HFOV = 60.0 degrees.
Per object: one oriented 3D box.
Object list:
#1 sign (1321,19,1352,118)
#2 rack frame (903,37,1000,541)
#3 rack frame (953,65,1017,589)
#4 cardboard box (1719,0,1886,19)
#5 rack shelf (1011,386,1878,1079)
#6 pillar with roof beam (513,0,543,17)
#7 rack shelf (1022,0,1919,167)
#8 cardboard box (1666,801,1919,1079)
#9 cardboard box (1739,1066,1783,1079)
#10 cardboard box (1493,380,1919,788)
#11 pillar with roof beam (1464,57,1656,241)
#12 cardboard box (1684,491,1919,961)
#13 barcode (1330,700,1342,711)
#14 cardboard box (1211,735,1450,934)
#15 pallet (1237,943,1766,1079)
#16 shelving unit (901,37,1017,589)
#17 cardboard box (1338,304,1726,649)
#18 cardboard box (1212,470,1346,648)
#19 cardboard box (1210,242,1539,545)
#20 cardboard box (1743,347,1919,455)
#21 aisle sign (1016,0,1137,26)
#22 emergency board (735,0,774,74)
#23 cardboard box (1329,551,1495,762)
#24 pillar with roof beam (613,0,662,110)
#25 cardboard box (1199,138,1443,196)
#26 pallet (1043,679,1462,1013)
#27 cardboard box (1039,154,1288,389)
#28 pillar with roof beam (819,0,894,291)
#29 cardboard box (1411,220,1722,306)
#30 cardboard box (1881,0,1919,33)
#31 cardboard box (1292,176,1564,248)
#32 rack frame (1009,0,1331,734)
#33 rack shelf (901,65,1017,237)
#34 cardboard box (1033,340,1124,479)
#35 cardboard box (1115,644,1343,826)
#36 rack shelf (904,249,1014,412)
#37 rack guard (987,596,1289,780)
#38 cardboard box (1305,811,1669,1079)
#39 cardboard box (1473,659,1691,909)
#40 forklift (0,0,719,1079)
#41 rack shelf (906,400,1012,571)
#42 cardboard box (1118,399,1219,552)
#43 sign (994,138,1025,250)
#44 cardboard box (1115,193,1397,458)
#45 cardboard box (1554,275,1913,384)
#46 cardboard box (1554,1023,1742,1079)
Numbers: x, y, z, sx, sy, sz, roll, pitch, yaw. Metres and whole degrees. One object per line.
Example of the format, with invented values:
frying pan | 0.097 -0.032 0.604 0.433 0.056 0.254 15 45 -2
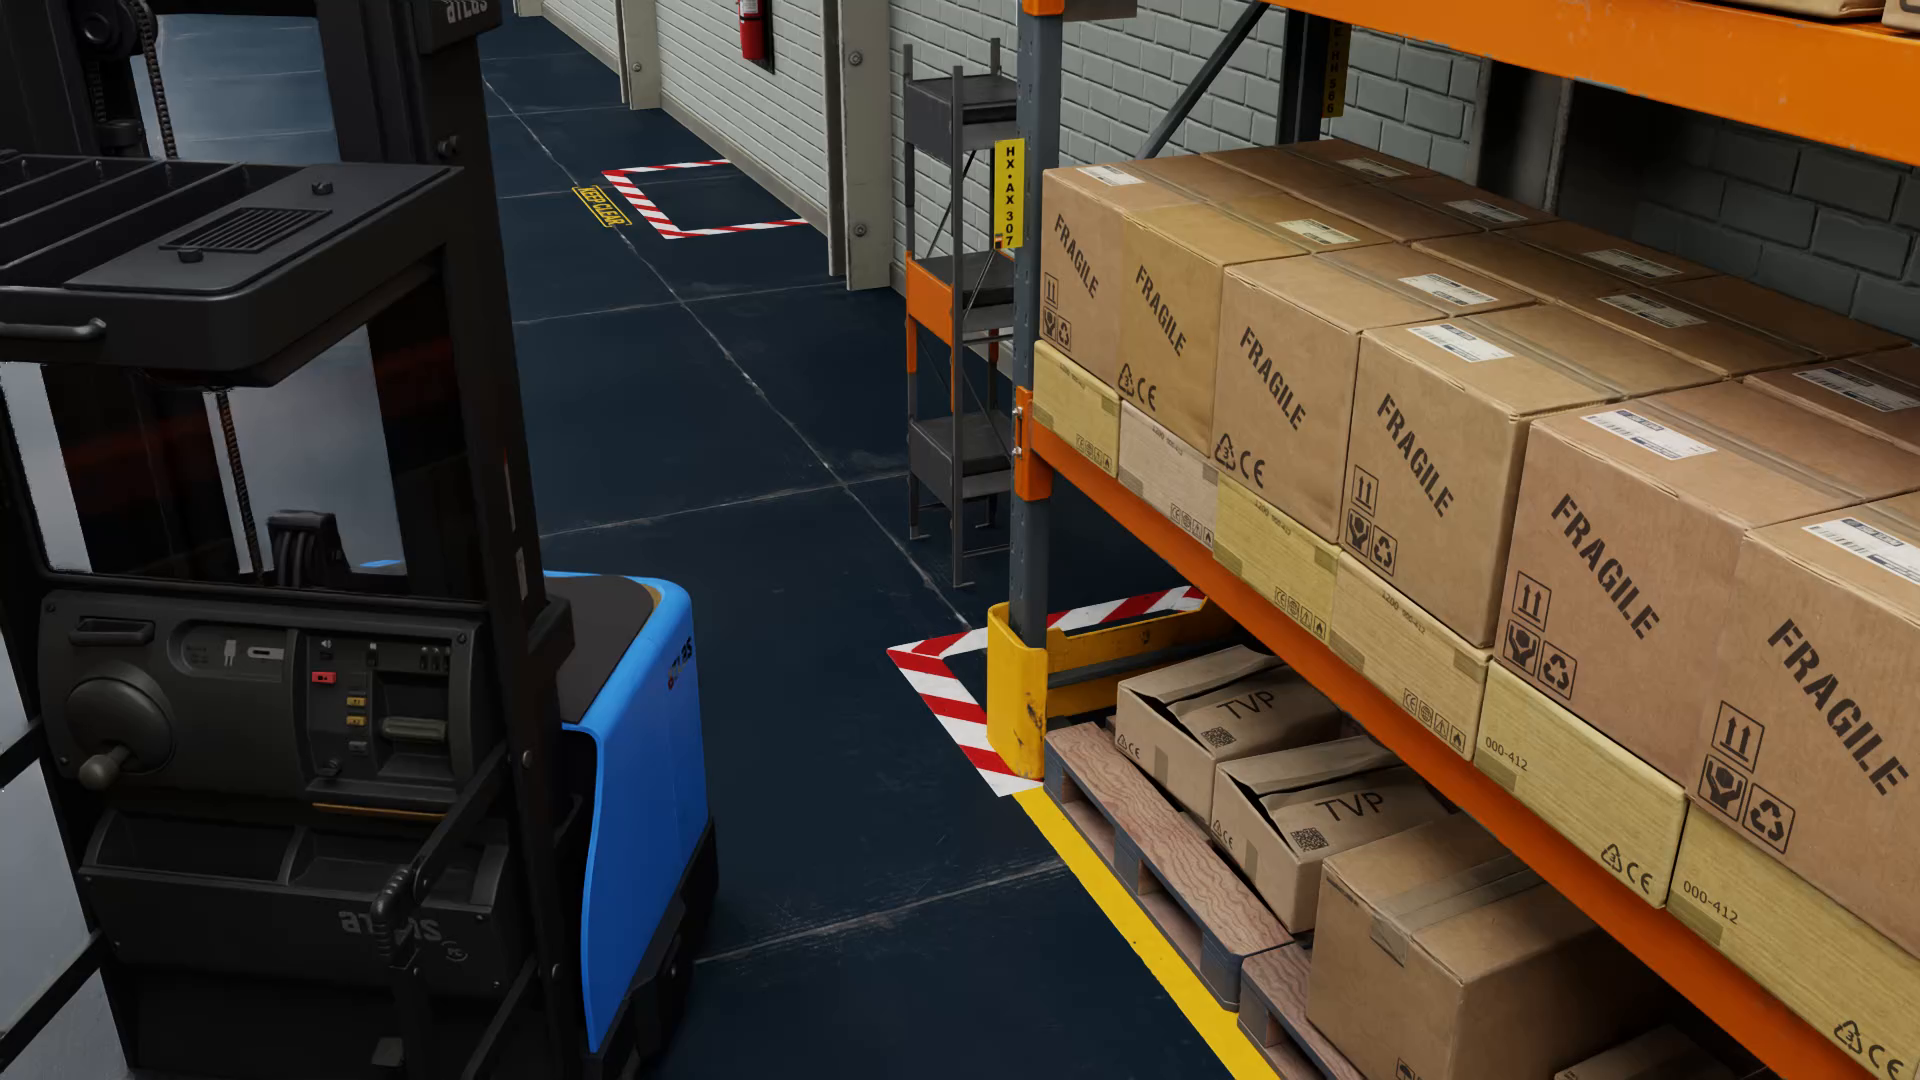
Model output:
sign | 1.167 -1.482 5.187 0.100 0.325 0.005 -11 28 -21
rack frame | -0.031 -0.975 6.854 0.400 2.100 0.015 -11 28 -21
rack frame | 0.160 -0.778 6.451 0.400 2.100 0.015 -11 28 -21
cardboard box | 1.352 -1.105 2.538 0.500 0.500 0.500 -12 28 -23
rack shelf | 1.432 0.398 3.836 1.077 0.370 4.000 -11 28 -21
pillar with roof beam | -9.291 -9.821 17.109 9.100 9.000 0.400 -11 28 -21
rack shelf | 1.432 -0.950 3.178 1.077 0.370 4.000 -11 28 -21
cardboard box | 1.563 0.599 2.753 0.500 0.250 0.500 -10 28 -20
cardboard box | 1.772 1.396 3.320 0.500 0.500 0.500 -13 29 -24
cardboard box | 1.358 0.060 3.001 0.500 0.500 0.500 -11 28 -22
pillar with roof beam | -2.242 -2.555 2.226 9.100 9.000 0.400 -11 28 -21
cardboard box | 1.545 0.265 2.581 0.500 0.500 0.500 -11 28 -21
barcode | 1.212 0.507 5.345 0.001 0.075 0.075 -11 28 -21
cardboard box | 1.060 0.803 4.750 0.500 0.311 0.500 -8 27 -16
pallet | 1.438 1.377 4.189 1.003 0.211 1.213 -11 28 -21
shelving unit | 0.065 -0.877 6.652 0.431 2.100 0.503 -11 28 -21
cardboard box | 1.153 -0.150 3.431 0.500 0.500 0.500 -10 28 -19
cardboard box | 0.958 -0.009 3.997 0.500 0.250 0.500 -11 28 -21
cardboard box | 0.940 -0.356 3.854 0.500 0.500 0.500 -12 28 -22
cardboard box | 1.834 -0.034 3.193 0.500 0.500 0.500 -10 28 -19
aisle sign | 0.345 -1.878 4.715 0.394 0.787 0.004 -11 28 -21
emergency board | -1.563 -4.025 12.075 0.194 1.169 0.643 -11 28 -21
cardboard box | 1.154 0.196 3.579 0.500 0.250 0.500 -10 28 -20
pillar with roof beam | -6.942 -7.399 12.148 9.100 9.000 0.400 -11 28 -21
cardboard box | 1.029 -0.857 4.881 0.500 0.500 0.500 -11 28 -21
pallet | 0.964 0.885 5.196 1.003 0.211 1.213 -11 28 -21
cardboard box | 0.559 -0.767 4.695 0.500 0.500 0.500 -11 28 -21
pillar with roof beam | -4.592 -4.977 7.187 9.100 9.000 0.400 -11 28 -21
cardboard box | 1.424 -0.445 4.035 0.500 0.500 0.500 -11 28 -22
cardboard box | 1.604 -0.887 2.093 0.500 0.500 0.500 -13 29 -25
cardboard box | 1.217 -0.653 4.461 0.500 0.500 0.500 -10 28 -20
rack frame | 0.649 -0.733 5.332 1.000 3.000 0.127 -11 28 -21
rack shelf | 0.065 -1.493 6.351 0.431 0.518 0.480 -11 28 -21
cardboard box | 0.548 -0.423 4.845 0.500 0.250 0.500 -11 28 -22
cardboard box | 0.837 0.573 5.221 0.500 0.311 0.500 -14 29 -26
rack shelf | 0.065 -0.864 6.658 0.431 0.518 0.480 -11 28 -21
rack guard | 0.679 0.421 5.817 1.175 0.500 0.348 -11 28 -21
cardboard box | 1.302 1.023 4.084 0.700 0.500 0.500 -12 29 -24
cardboard box | 1.352 0.399 3.163 0.500 0.250 0.500 -11 28 -21
forklift | -1.448 0.364 3.164 1.130 2.935 3.031 4 26 8
rack shelf | 0.065 -0.235 6.966 0.431 0.518 0.480 -11 28 -21
cardboard box | 0.764 -0.215 4.421 0.500 0.250 0.500 -11 28 -22
sign | 0.150 -1.028 4.951 0.100 0.325 0.005 -11 28 -21
cardboard box | 0.744 -0.566 4.283 0.500 0.500 0.500 -10 28 -20
cardboard box | 1.621 -0.241 3.619 0.500 0.500 0.500 -10 28 -20
cardboard box | 1.607 1.316 3.883 0.380 0.149 0.250 -13 29 -25
